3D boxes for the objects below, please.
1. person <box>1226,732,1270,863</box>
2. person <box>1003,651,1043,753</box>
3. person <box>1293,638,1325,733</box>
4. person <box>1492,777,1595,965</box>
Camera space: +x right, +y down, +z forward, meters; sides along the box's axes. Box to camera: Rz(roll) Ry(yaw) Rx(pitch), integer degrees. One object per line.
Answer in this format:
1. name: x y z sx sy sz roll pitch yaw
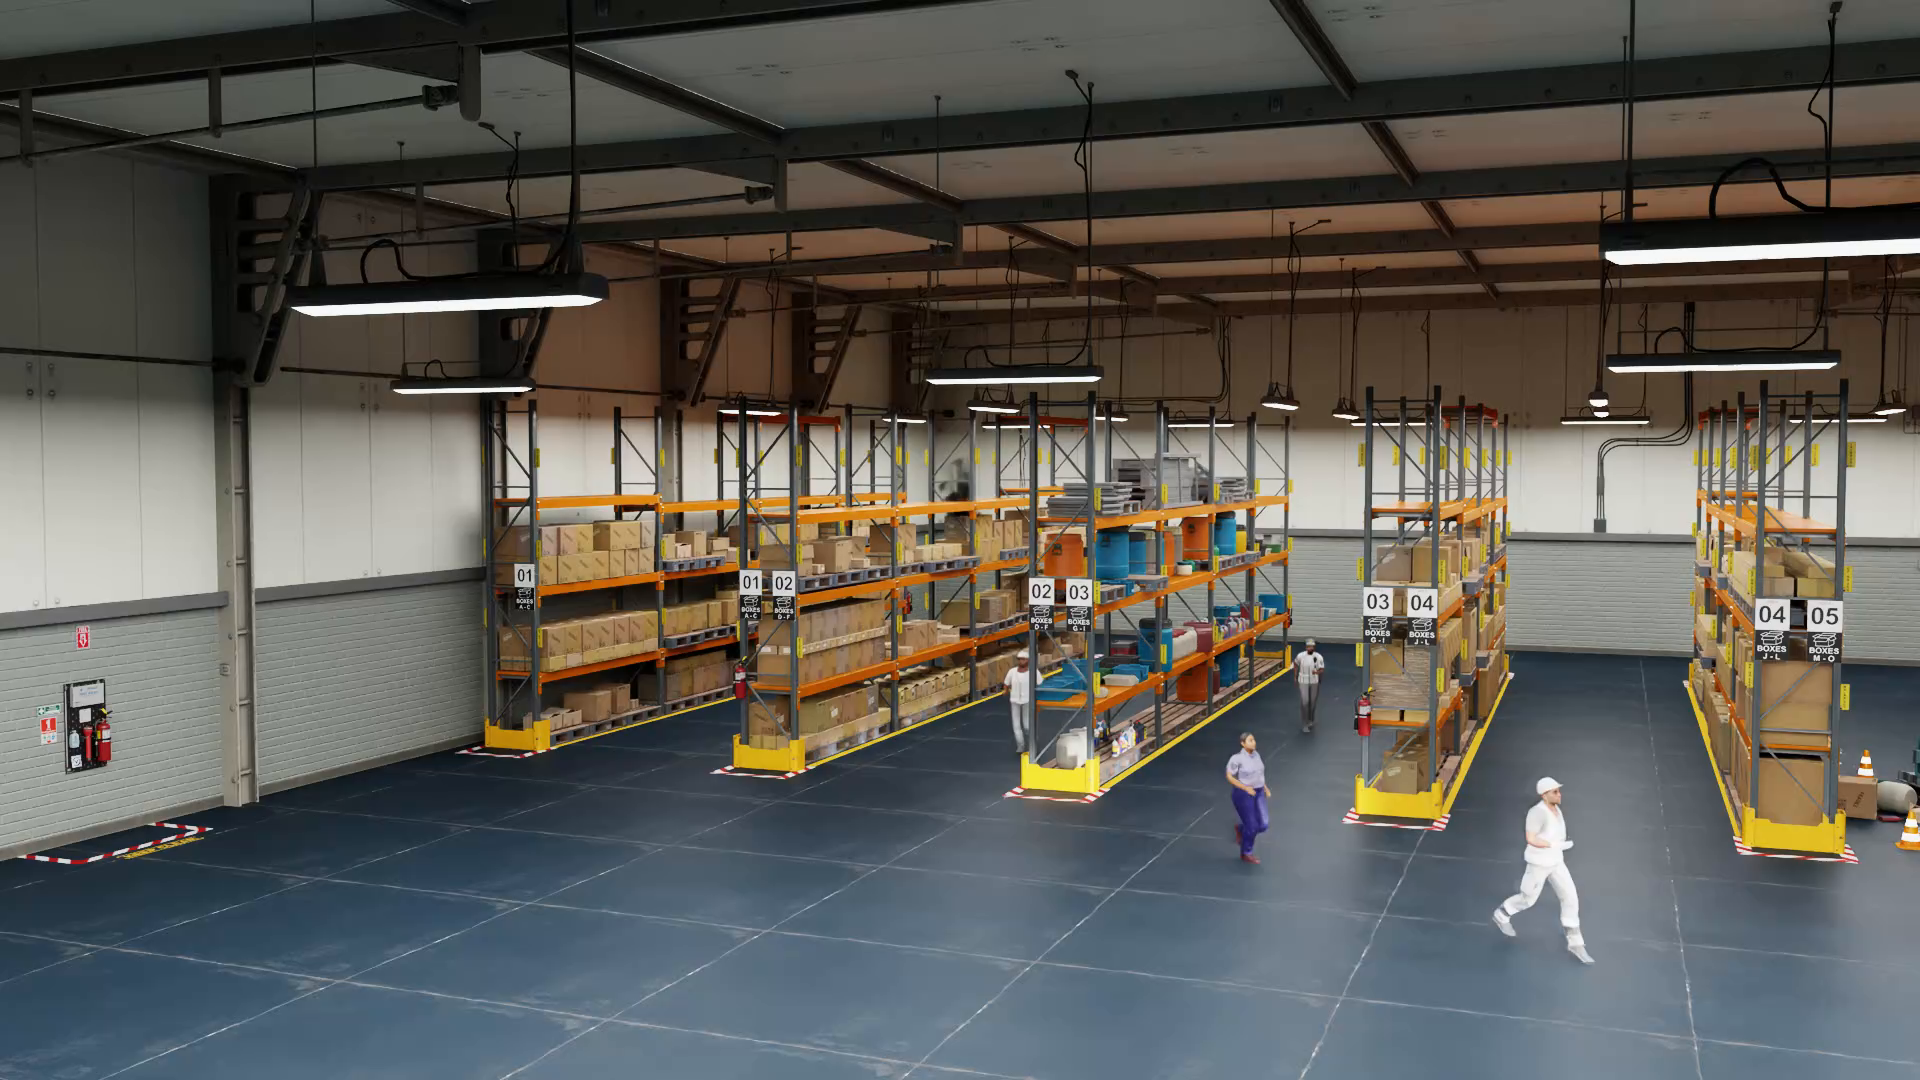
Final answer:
1. person: 3.571 3.197 20.693 0.609 1.598 0.534 -2 4 -37
2. person: 1.059 2.748 28.233 0.696 1.718 0.605 1 3 15
3. person: 6.398 2.661 30.470 0.536 1.745 0.828 0 3 7
4. person: 5.841 3.288 16.747 0.621 1.818 1.088 -2 3 -35
